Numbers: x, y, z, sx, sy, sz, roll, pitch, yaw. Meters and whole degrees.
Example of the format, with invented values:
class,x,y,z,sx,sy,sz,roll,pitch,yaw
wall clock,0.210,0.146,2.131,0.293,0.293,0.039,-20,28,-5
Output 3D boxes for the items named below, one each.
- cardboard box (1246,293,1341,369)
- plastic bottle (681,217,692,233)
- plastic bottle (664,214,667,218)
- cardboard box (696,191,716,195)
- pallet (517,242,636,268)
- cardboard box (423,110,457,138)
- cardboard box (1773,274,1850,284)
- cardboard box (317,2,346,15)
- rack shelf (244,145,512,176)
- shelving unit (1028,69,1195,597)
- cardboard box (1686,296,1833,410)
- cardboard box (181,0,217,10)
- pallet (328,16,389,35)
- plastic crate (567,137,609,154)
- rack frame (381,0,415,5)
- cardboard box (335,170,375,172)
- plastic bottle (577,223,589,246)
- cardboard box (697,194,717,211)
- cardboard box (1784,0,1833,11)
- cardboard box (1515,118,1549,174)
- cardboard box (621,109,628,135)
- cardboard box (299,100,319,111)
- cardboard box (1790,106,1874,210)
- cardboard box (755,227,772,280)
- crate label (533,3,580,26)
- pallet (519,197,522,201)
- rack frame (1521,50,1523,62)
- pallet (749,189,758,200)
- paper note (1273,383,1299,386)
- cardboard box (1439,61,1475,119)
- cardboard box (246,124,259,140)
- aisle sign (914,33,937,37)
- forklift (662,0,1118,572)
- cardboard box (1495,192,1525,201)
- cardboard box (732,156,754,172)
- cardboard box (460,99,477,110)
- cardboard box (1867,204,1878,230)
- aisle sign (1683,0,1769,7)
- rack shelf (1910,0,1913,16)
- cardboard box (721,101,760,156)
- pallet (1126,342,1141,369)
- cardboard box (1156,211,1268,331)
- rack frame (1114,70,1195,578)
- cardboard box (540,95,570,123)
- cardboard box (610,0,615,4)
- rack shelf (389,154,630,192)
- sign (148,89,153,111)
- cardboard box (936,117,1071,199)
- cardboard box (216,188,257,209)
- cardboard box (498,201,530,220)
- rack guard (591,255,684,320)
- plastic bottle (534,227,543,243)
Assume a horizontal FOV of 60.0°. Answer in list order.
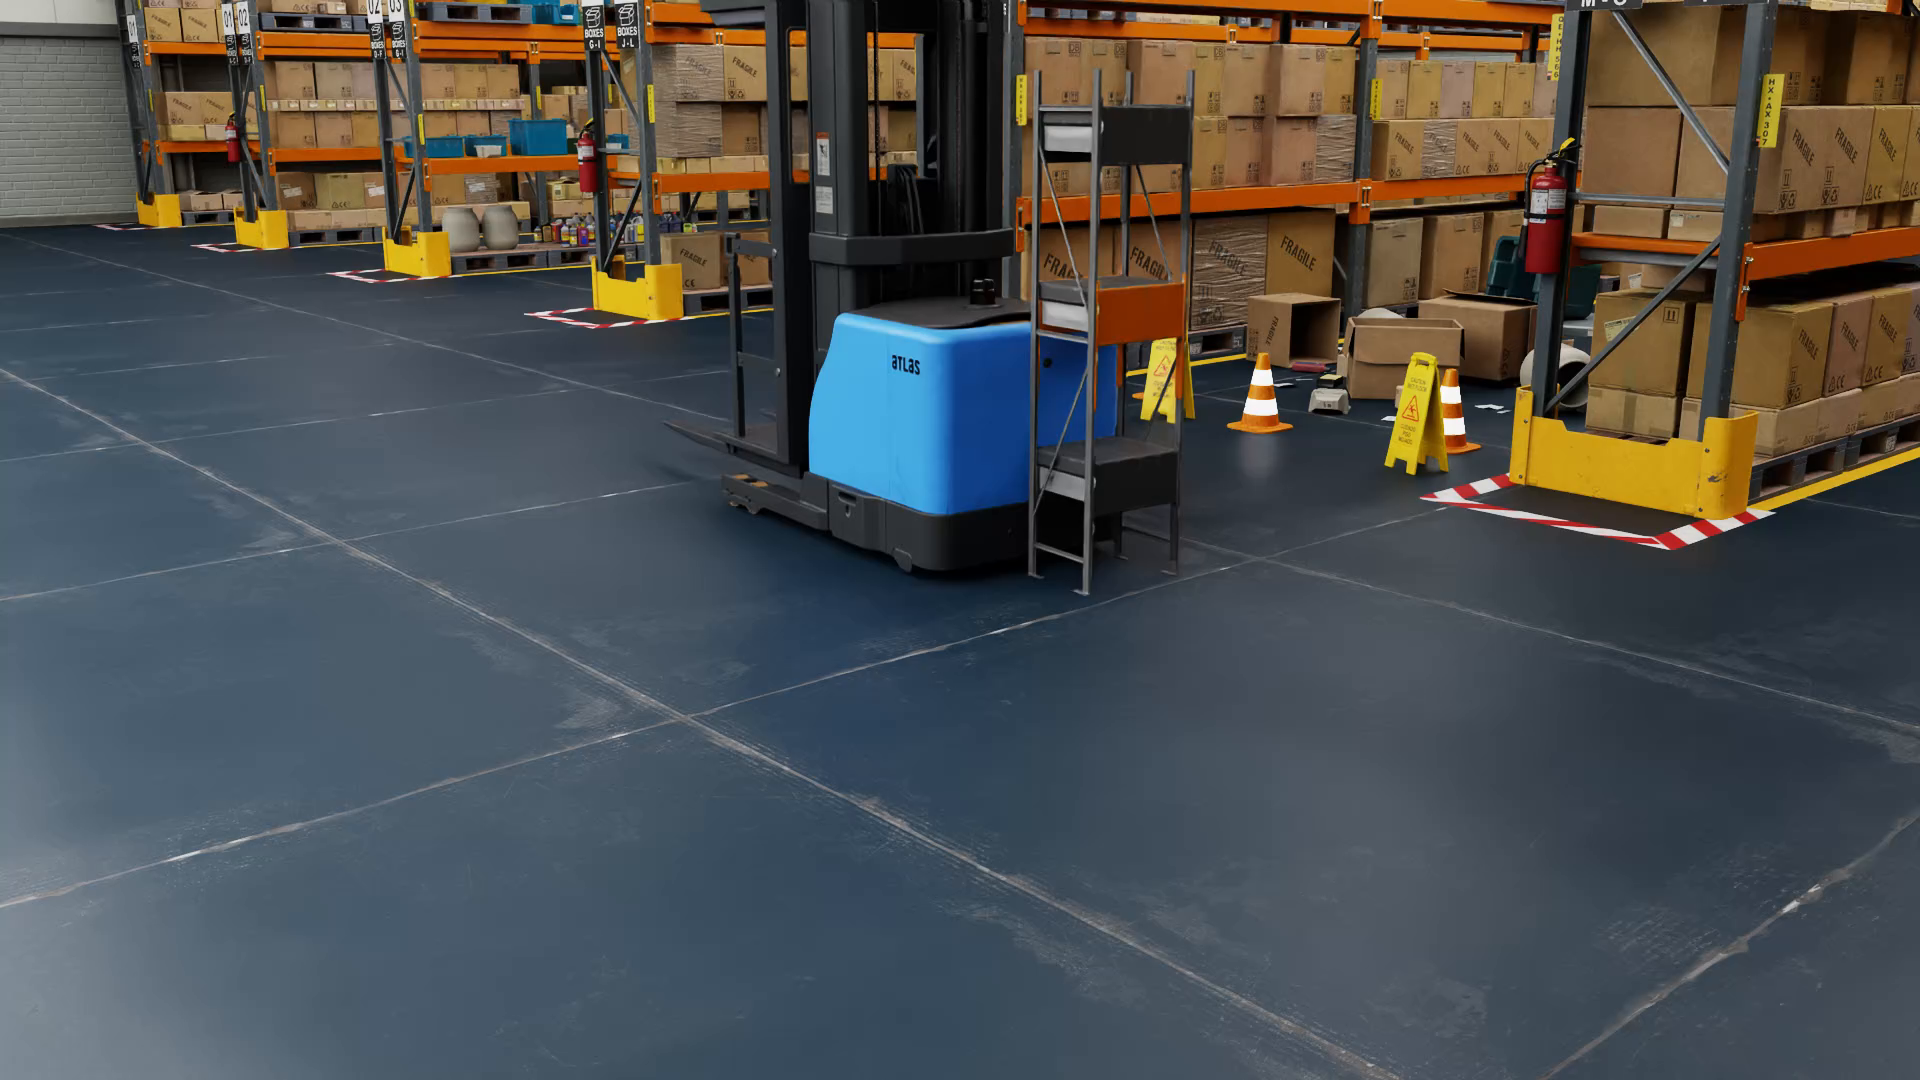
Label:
class,x,y,z,sx,sy,sz,roll,pitch,yaw
cardboard box,2.574,-1.624,12.856,0.500,0.500,0.500,-9,17,-30
plastic bottle,-3.506,-3.995,21.303,0.133,0.283,0.061,-11,19,-37
plastic bottle,-3.887,-4.166,21.968,0.097,0.271,0.097,0,15,0
cardboard box,-4.212,-5.802,27.087,0.500,0.311,0.500,-13,20,-40
pallet,-4.814,-3.579,20.742,1.213,0.211,1.003,-13,19,-39
cardboard box,-7.713,-6.002,24.214,0.500,0.500,0.700,-12,19,-39
cardboard box,4.987,-1.355,10.073,0.500,0.500,0.500,-11,19,-37
cardboard box,-8.622,-7.291,22.821,0.250,0.149,0.380,-13,19,-39
rack shelf,-8.117,-5.519,23.992,4.000,0.370,1.077,-13,19,-39
shelving unit,0.615,-0.858,6.894,0.503,2.100,0.431,-11,18,-34
cardboard box,4.187,-0.993,8.715,0.500,0.500,0.500,-14,20,-41
cardboard box,-12.019,-8.574,26.056,0.500,0.500,0.500,-13,20,-40
pallet,-8.154,-7.256,23.462,1.213,0.211,1.003,-13,19,-39
plastic crate,-4.569,-4.963,20.927,0.662,0.188,0.450,-13,19,-39
rack frame,-6.377,-7.461,18.244,0.127,3.000,1.000,-13,19,-39
cardboard box,-8.672,-5.085,24.036,0.500,0.500,0.500,-13,19,-39
plastic bottle,-4.622,-3.744,20.365,0.133,0.283,0.061,-12,19,-38
cardboard box,-4.214,-5.532,27.164,0.500,0.250,0.500,-13,20,-40
cardboard box,9.629,-6.052,19.073,0.500,0.250,0.500,-11,19,-37
cardboard box,5.171,-3.722,15.676,0.500,0.500,0.500,-13,20,-40
cardboard box,-5.243,-6.554,26.282,0.500,0.500,0.500,-13,19,-39
cardboard box,-8.991,-5.959,22.795,0.250,0.149,0.380,-13,20,-41
cardboard box,4.308,-1.976,8.563,0.500,0.500,0.500,-12,19,-38
cardboard box,-1.730,-2.906,16.848,0.500,0.500,0.500,-10,18,-34
crate label,-4.748,-6.193,19.597,0.408,0.251,0.502,-13,19,-39
pallet,-8.355,-6.161,30.408,1.213,0.211,1.003,-13,19,-39
rack frame,8.945,-6.309,25.556,0.127,3.000,1.000,-13,19,-39
pallet,-4.360,-7.031,33.665,1.213,0.211,1.003,-13,19,-39
paper note,2.320,-1.108,11.843,0.142,0.017,0.144,-6,16,-20
cardboard box,4.211,-4.083,15.091,0.500,0.500,0.700,-12,19,-39
cardboard box,-11.533,-6.625,26.992,0.500,0.250,0.500,-13,20,-40
aisle sign,-0.196,-3.918,11.567,0.004,0.787,0.394,-13,19,-39
forklift,-0.542,-1.603,8.073,1.130,2.935,3.031,-10,18,-34
cardboard box,7.828,-5.207,24.734,0.875,0.875,0.875,-13,19,-39
cardboard box,-2.179,-3.603,15.914,0.250,0.149,0.380,-13,19,-39
cardboard box,-7.254,-6.348,24.252,0.250,0.149,0.380,-13,20,-39
cardboard box,4.761,-1.780,9.090,0.250,0.149,0.380,-12,19,-37
aisle sign,3.537,-2.854,7.585,0.004,0.787,0.394,-13,19,-39
rack shelf,7.906,-3.787,11.697,4.000,0.370,1.077,-13,19,-39
cardboard box,-2.394,-3.986,16.090,0.500,0.500,0.875,-13,19,-39
pallet,0.606,-1.419,12.653,1.213,0.211,1.003,-13,19,-39
cardboard box,1.874,-2.223,13.564,0.875,0.875,0.875,-12,19,-39
rack frame,0.813,-0.895,7.032,0.015,2.100,0.400,-11,18,-34
cardboard box,-7.597,-7.926,30.563,0.700,0.500,0.500,14,20,42
cardboard box,-2.929,-5.106,15.532,0.500,0.250,0.500,-12,19,-38
rack shelf,-4.868,-4.554,20.379,4.000,0.370,1.077,-13,19,-39
sign,-12.524,-6.804,25.732,0.005,0.325,0.100,-13,19,-39
cardboard box,0.304,-2.760,11.978,0.550,0.550,0.875,-13,19,-39
cardboard box,-11.869,-5.601,27.264,0.500,0.311,0.500,-11,18,-35
cardboard box,-6.814,-4.958,25.015,0.500,0.250,0.500,-13,19,-39
rack guard,-3.068,-2.403,15.779,0.348,0.500,1.175,-13,19,-39
plastic bottle,-5.279,-3.820,20.807,0.097,0.201,0.097,0,15,0
